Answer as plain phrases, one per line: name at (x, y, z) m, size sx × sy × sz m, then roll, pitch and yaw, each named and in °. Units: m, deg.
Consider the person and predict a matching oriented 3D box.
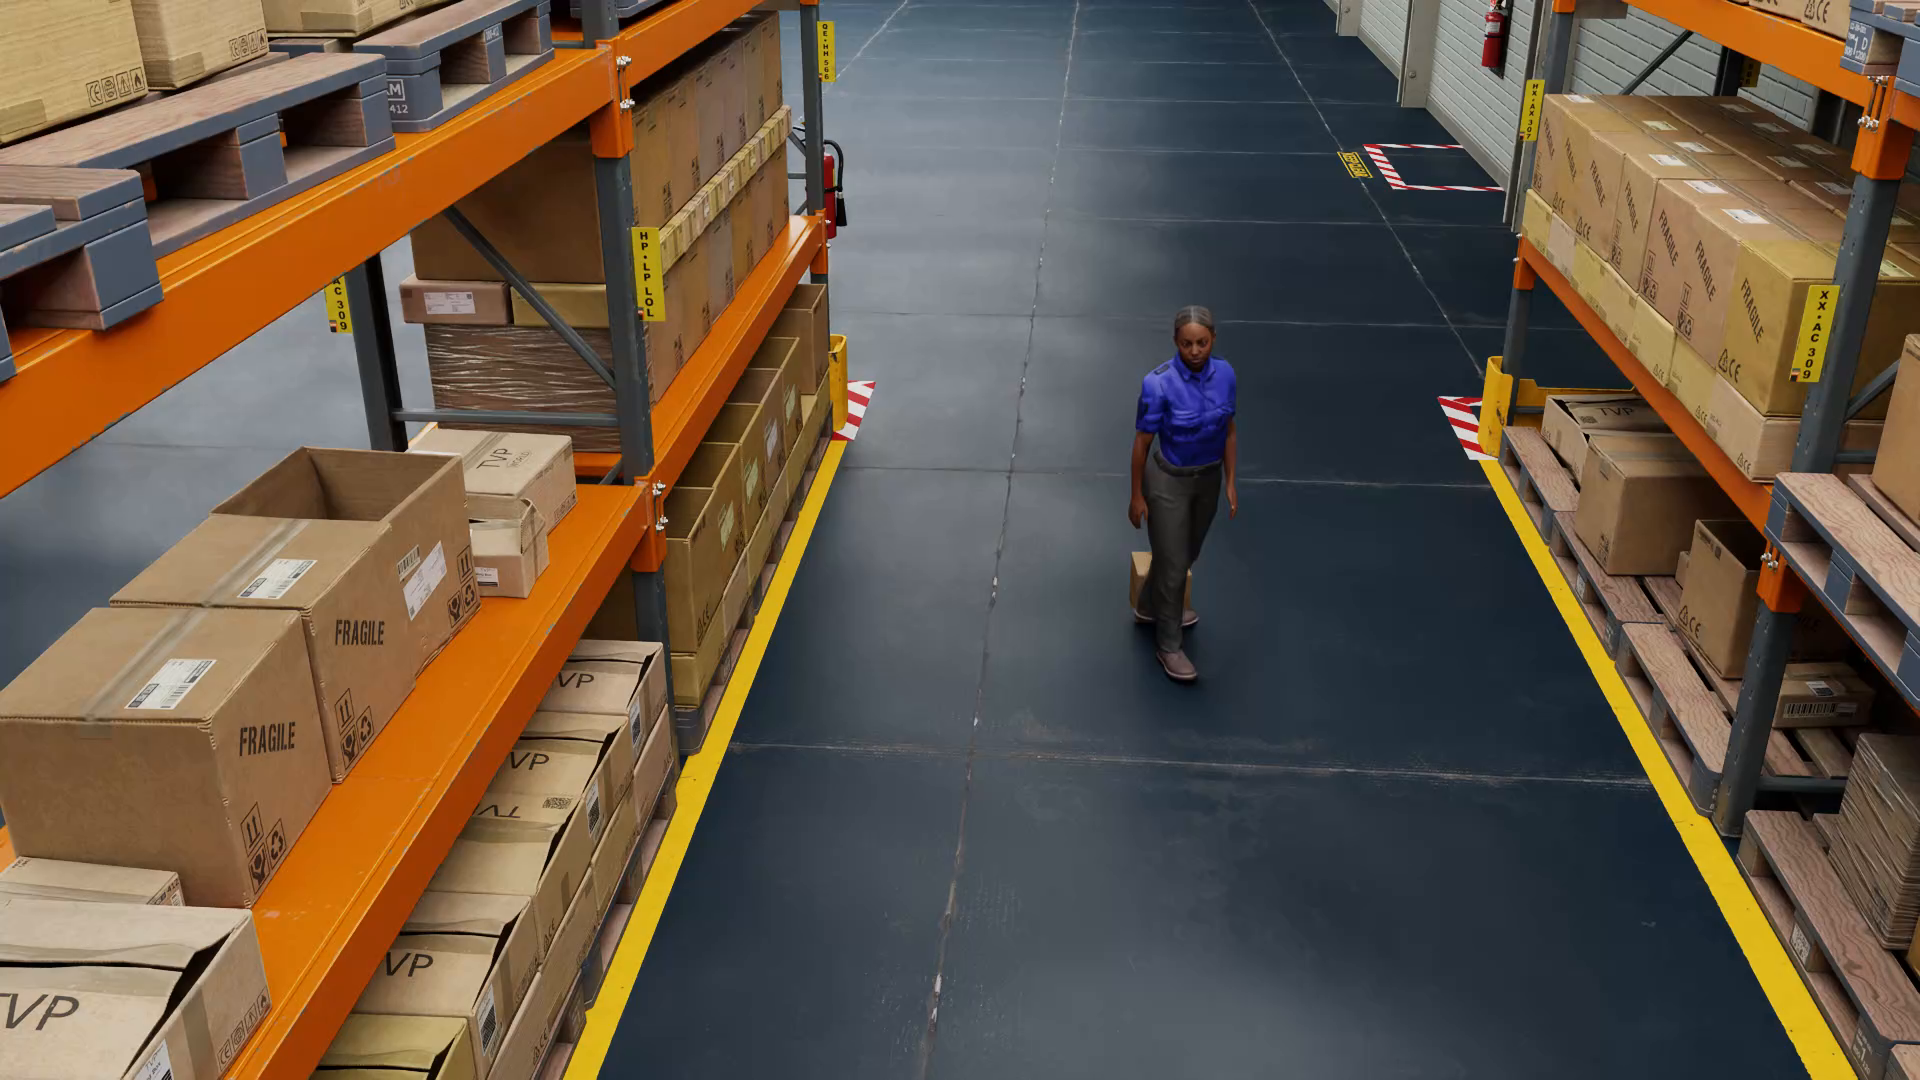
person at (0.939, -0.249, 7.149) m, size 0.504 × 1.641 × 0.606 m, roll -13°, pitch 28°, yaw -26°
